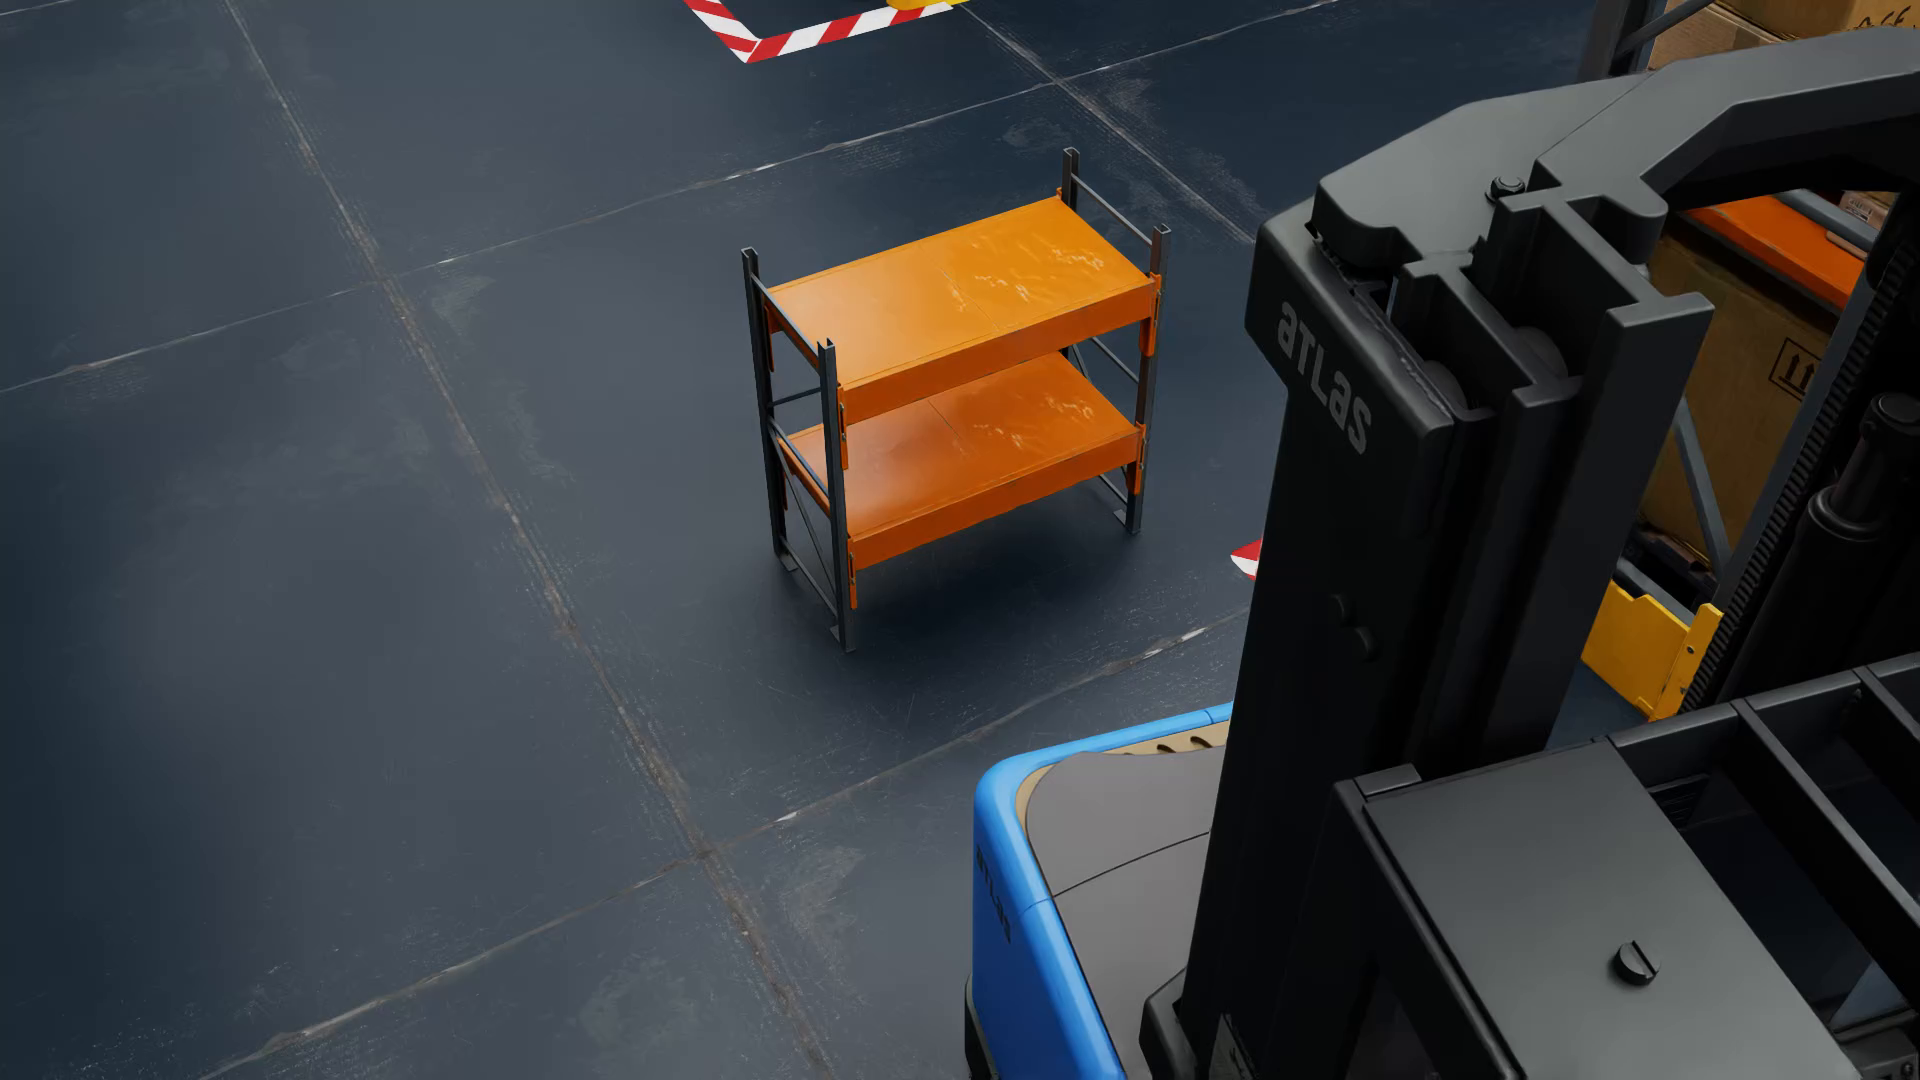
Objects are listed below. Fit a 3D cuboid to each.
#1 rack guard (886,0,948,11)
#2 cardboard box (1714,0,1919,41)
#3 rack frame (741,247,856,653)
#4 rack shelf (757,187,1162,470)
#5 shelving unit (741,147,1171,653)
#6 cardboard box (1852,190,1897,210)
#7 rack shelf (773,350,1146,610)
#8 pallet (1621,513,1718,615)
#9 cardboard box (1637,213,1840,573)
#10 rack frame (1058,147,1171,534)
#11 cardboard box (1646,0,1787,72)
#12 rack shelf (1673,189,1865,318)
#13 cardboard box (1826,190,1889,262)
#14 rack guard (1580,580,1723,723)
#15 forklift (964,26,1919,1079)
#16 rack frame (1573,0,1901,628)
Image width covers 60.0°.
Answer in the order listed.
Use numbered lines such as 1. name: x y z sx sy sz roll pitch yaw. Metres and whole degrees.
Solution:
1. rack guard: -0.429 -3.061 8.046 0.348 0.500 1.175 -22 48 -21
2. cardboard box: 2.180 -1.552 4.051 0.500 0.500 0.500 -21 48 -20
3. rack frame: -0.447 -0.225 4.674 0.032 1.125 0.500 -22 48 -21
4. rack shelf: -0.006 -0.611 4.652 1.000 0.278 0.538 -22 48 -21
5. shelving unit: -0.006 -0.401 4.856 1.048 1.125 0.538 -22 48 -21
6. cardboard box: 2.440 -0.958 3.978 0.500 0.250 0.500 -23 49 -22
7. rack shelf: -0.006 -0.226 5.026 1.000 0.278 0.538 -22 48 -21
8. pallet: 2.543 -0.226 5.331 1.213 0.211 1.003 -22 48 -21
9. cardboard box: 2.404 -0.561 4.898 0.875 0.875 0.875 -22 48 -21
10. rack frame: 0.435 -0.578 5.038 0.032 1.125 0.500 -22 48 -21
11. cardboard box: 2.177 -1.283 4.313 0.500 0.250 0.500 -23 48 -22
12. rack shelf: 3.623 -1.338 4.991 4.000 0.370 1.077 -22 48 -21
13. cardboard box: 2.361 -0.736 4.035 0.250 0.149 0.380 -21 48 -21
14. rack guard: 1.868 0.003 4.888 0.348 0.500 1.175 -22 48 -21
15. forklift: 0.935 1.041 2.073 1.130 2.935 3.031 -12 45 -12
16. rack frame: 1.889 -0.902 4.026 0.127 3.000 1.000 -22 48 -21
